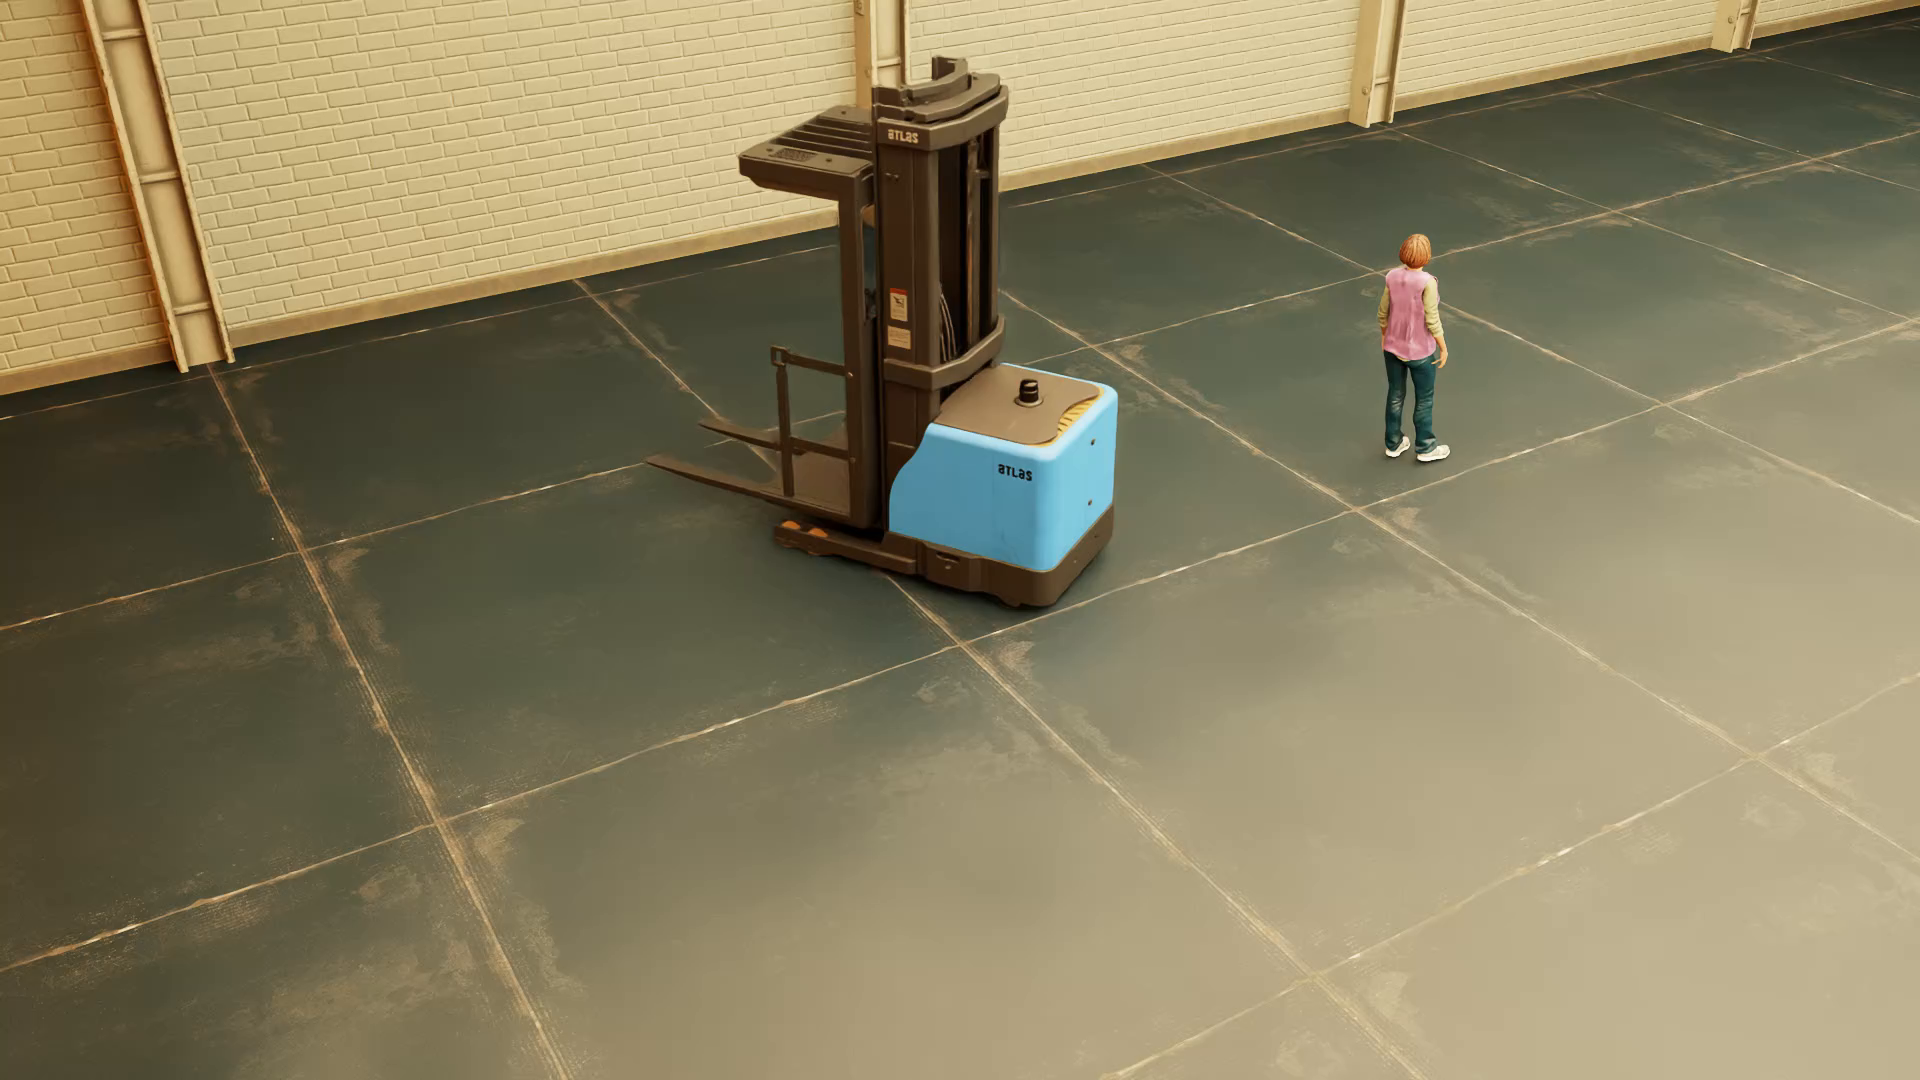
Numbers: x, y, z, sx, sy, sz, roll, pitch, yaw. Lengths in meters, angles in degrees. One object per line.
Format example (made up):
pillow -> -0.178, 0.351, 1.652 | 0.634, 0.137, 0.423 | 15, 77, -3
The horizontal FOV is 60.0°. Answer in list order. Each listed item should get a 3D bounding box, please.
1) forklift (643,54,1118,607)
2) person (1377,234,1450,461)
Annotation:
forklift -> -0.591, -1.385, 9.961 | 3.031, 2.935, 1.130 | 15, 34, 23
person -> 3.047, -1.290, 11.086 | 0.475, 1.597, 0.520 | -25, 39, -35
